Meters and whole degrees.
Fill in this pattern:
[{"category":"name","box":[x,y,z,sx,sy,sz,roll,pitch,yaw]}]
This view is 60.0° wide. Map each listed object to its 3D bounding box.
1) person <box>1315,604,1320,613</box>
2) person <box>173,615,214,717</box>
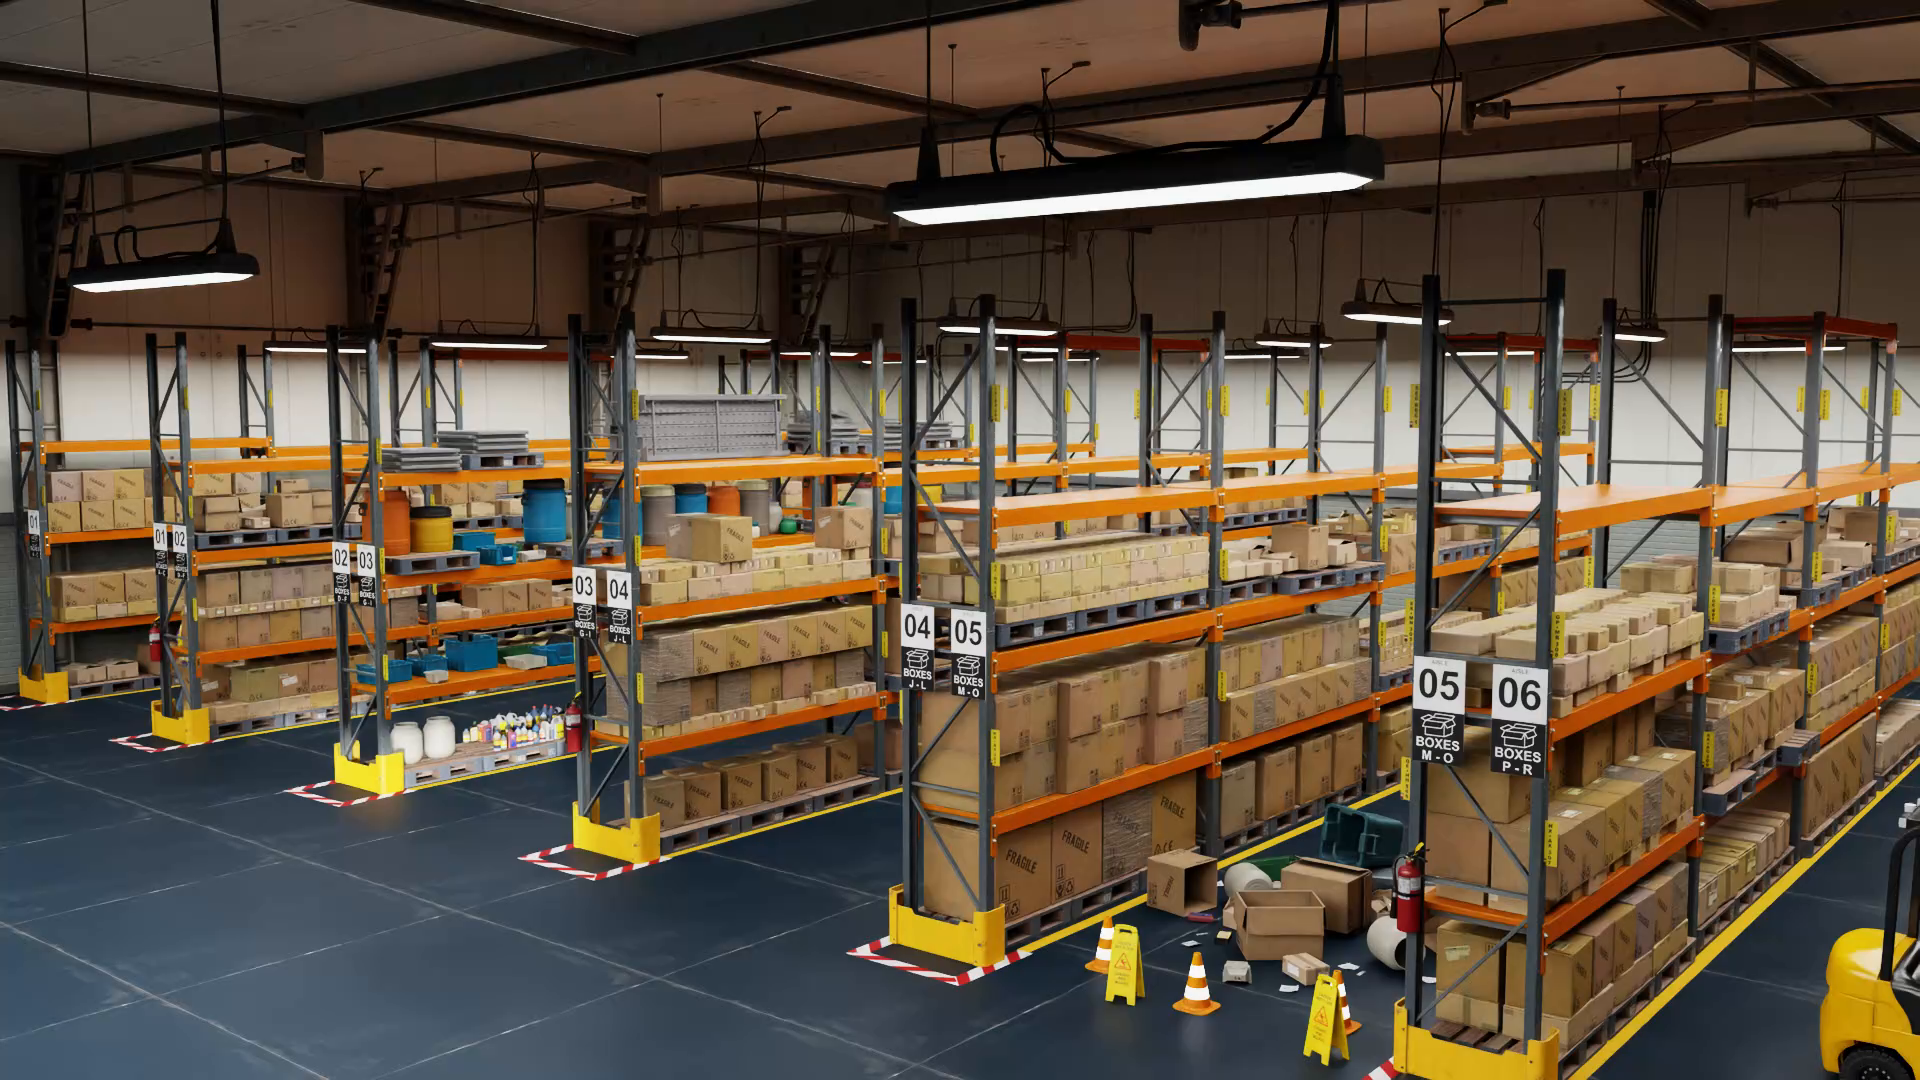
[{"category":"person","box":[6.111,1.814,28.434,0.738,1.601,0.604,-5,7,-42]},{"category":"person","box":[-12.269,1.919,26.438,0.584,1.703,1.023,2,6,24]}]
